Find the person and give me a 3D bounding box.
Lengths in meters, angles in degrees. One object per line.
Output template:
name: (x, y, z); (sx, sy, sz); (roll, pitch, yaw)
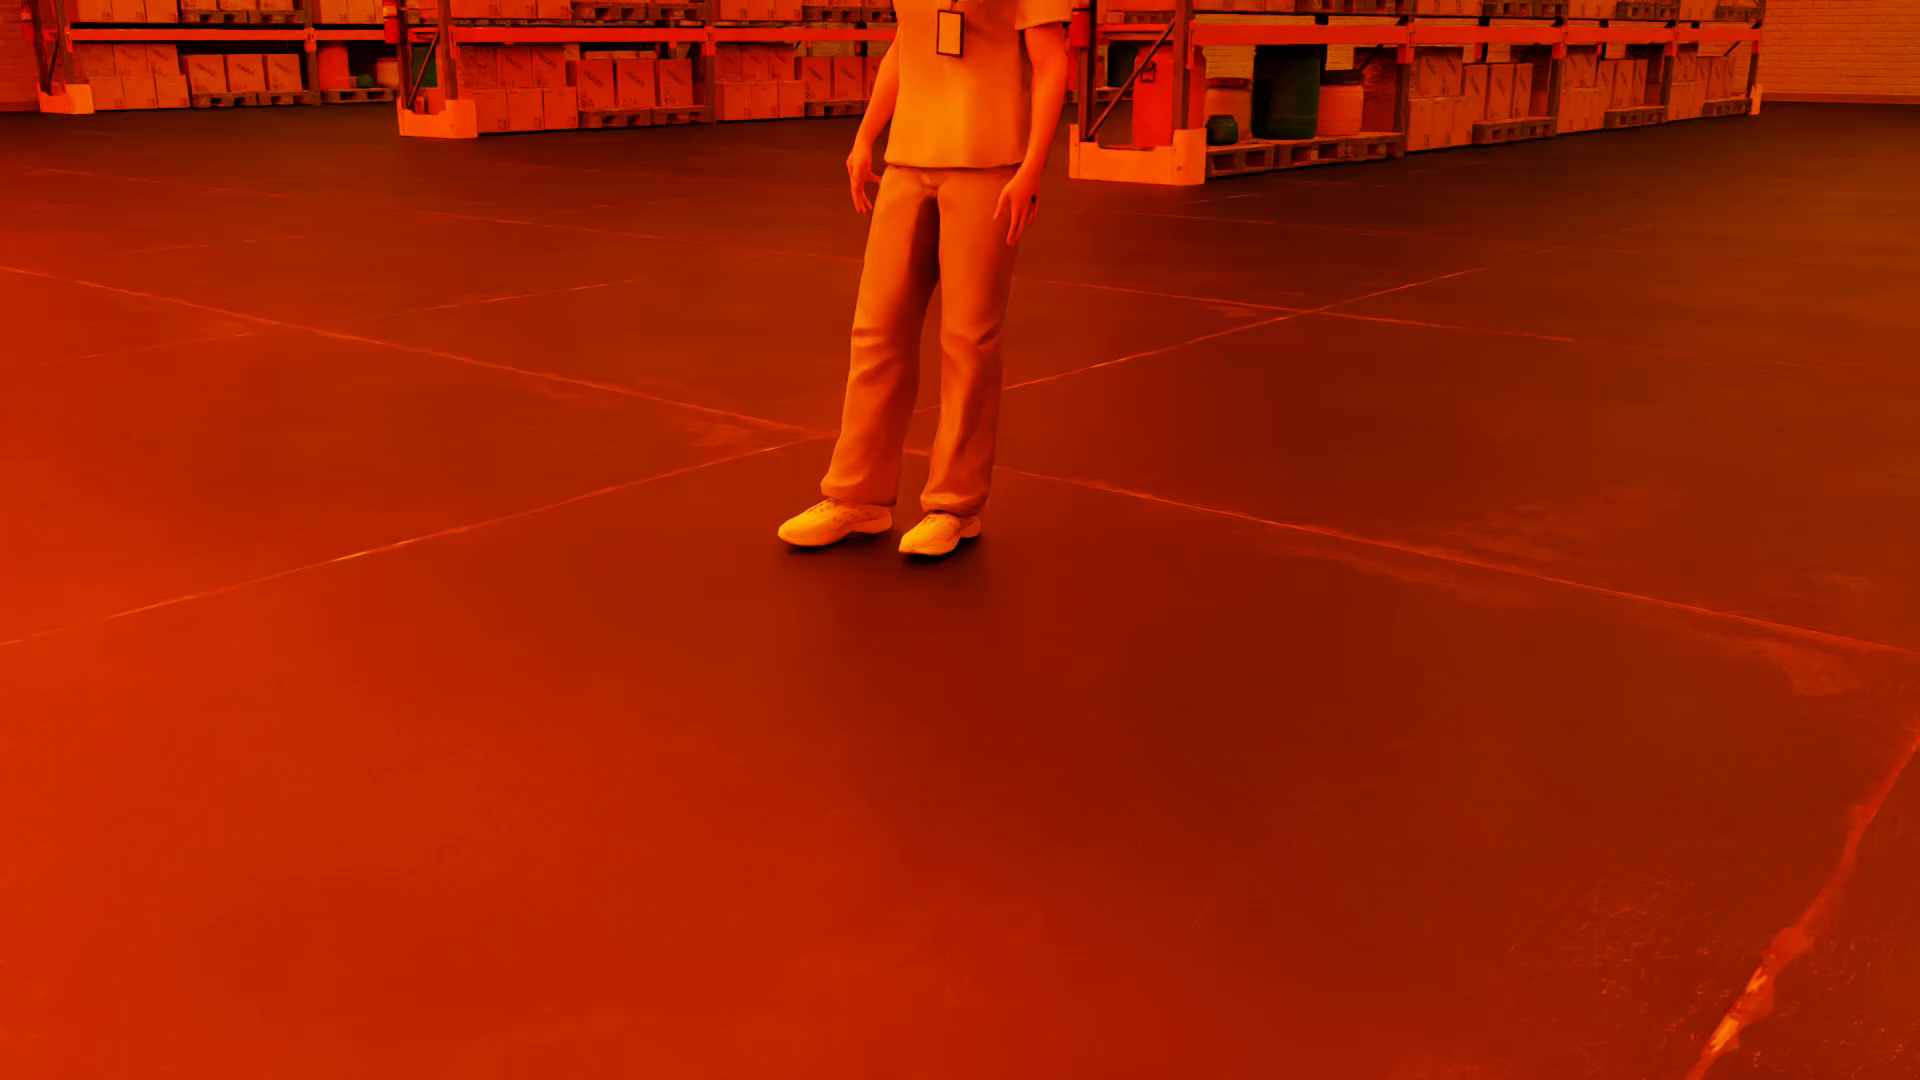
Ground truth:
person: (-0.058, -0.795, 3.650); (0.549, 1.673, 0.548); (13, 21, 37)
